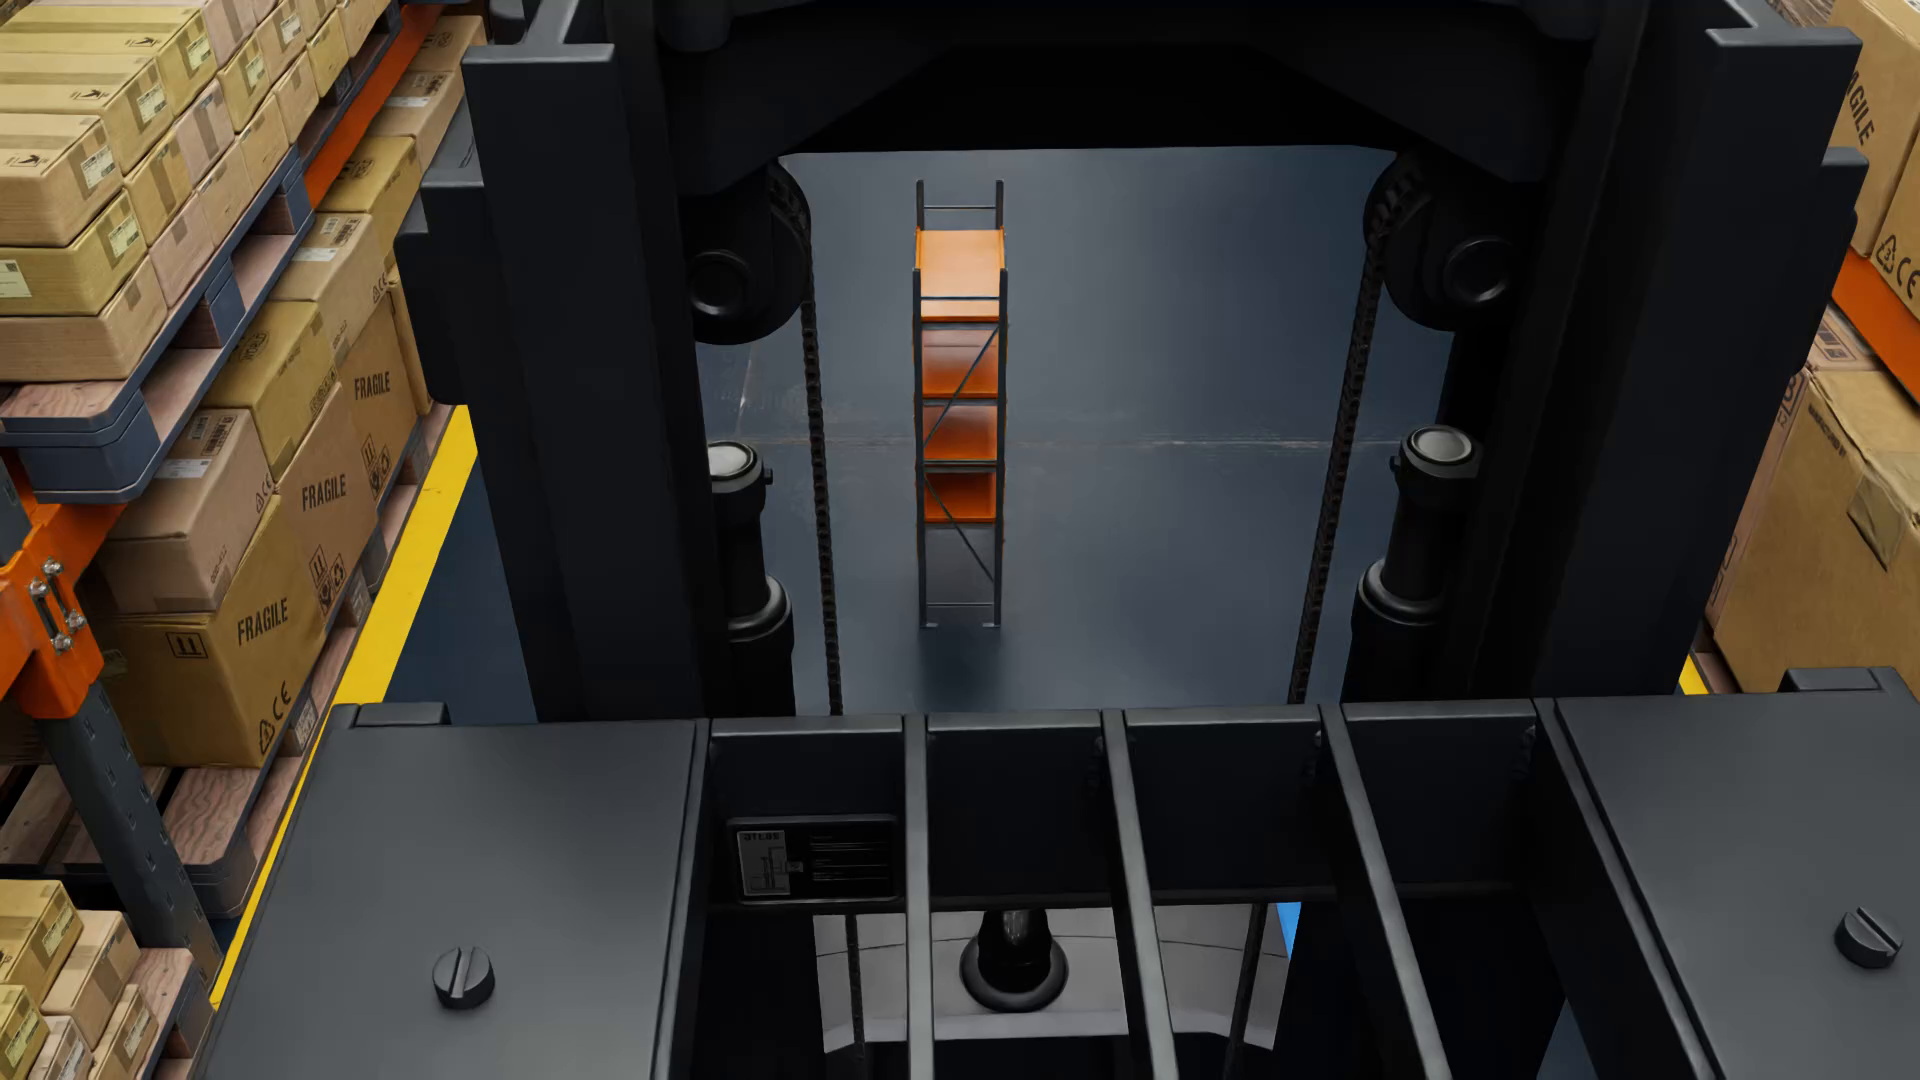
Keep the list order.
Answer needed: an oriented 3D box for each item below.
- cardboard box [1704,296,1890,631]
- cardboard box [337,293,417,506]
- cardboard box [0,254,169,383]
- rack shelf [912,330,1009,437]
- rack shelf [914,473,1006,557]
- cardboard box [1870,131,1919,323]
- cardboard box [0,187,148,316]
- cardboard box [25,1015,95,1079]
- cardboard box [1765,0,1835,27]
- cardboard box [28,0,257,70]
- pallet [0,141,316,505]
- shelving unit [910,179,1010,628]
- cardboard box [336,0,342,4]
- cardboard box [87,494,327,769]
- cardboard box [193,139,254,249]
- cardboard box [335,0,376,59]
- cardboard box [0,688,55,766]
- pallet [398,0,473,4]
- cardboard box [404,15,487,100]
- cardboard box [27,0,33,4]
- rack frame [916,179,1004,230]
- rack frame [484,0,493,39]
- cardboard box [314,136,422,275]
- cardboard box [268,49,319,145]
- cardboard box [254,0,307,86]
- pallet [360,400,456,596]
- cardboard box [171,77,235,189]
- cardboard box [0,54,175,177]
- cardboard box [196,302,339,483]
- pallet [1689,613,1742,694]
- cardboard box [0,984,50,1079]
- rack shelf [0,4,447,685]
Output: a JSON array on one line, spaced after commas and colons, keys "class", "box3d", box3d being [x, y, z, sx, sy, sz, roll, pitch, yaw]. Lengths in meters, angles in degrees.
[{"class": "cardboard box", "box3d": [2.675, -0.359, 4.662, 1.225, 0.875, 0.875, -1, 39, -2]}, {"class": "cardboard box", "box3d": [-2.015, -0.434, 5.056, 0.500, 0.500, 0.500, 1, 39, 1]}, {"class": "cardboard box", "box3d": [-1.803, -0.437, 3.262, 0.380, 0.149, 0.250, -2, 39, -2]}, {"class": "rack shelf", "box3d": [0.000, -0.487, 4.648, 0.258, 0.148, 0.480, 0, 39, 0]}, {"class": "rack shelf", "box3d": [0.000, -0.157, 4.912, 0.258, 0.148, 0.480, 0, 39, 0]}, {"class": "cardboard box", "box3d": [2.430, -0.706, 3.652, 0.500, 0.500, 0.500, 1, 39, 1]}, {"class": "cardboard box", "box3d": [-1.803, -0.553, 3.169, 0.380, 0.149, 0.250, 1, 39, 1]}, {"class": "cardboard box", "box3d": [-1.932, 1.074, 3.217, 0.380, 0.149, 0.250, -2, 39, -2]}, {"class": "cardboard box", "box3d": [2.427, -1.346, 4.451, 0.500, 0.500, 0.500, 0, 39, 0]}, {"class": "cardboard box", "box3d": [-1.805, -1.160, 3.688, 0.380, 0.149, 0.250, -1, 39, -1]}, {"class": "pallet", "box3d": [-2.118, -0.528, 3.663, 1.003, 0.211, 1.213, 0, 39, 0]}, {"class": "shelving unit", "box3d": [0.000, -0.365, 4.746, 0.258, 1.200, 0.503, 0, 39, 0]}, {"class": "cardboard box", "box3d": [-1.807, -1.531, 4.389, 0.380, 0.149, 0.250, -1, 39, -1]}, {"class": "cardboard box", "box3d": [-1.998, 0.225, 4.234, 0.500, 0.500, 0.500, 1, 39, 2]}, {"class": "cardboard box", "box3d": [-1.806, -0.767, 3.673, 0.380, 0.149, 0.250, 0, 39, 0]}, {"class": "cardboard box", "box3d": [-1.807, -1.411, 4.478, 0.380, 0.149, 0.250, -2, 39, -2]}, {"class": "cardboard box", "box3d": [-2.515, 0.224, 4.235, 0.500, 0.500, 0.500, -1, 39, -1]}, {"class": "pallet", "box3d": [-2.160, -2.106, 5.632, 1.213, 0.211, 1.003, 0, 39, 0]}, {"class": "cardboard box", "box3d": [-2.004, -1.680, 6.011, 0.500, 0.250, 0.500, -1, 39, -1]}, {"class": "cardboard box", "box3d": [-2.466, -1.380, 4.200, 0.380, 0.149, 0.250, 0, 39, 0]}, {"class": "rack frame", "box3d": [0.000, -0.517, 4.936, 0.240, 1.200, 0.015, 0, 39, 0]}, {"class": "rack frame", "box3d": [-2.267, -2.626, 6.128, 1.000, 3.000, 0.127, 0, 39, 0]}, {"class": "cardboard box", "box3d": [-2.008, -1.046, 5.220, 0.500, 0.250, 0.500, 1, 39, 1]}, {"class": "cardboard box", "box3d": [-1.806, -1.083, 4.068, 0.380, 0.149, 0.250, -2, 39, -2]}, {"class": "cardboard box", "box3d": [-1.810, -1.208, 3.986, 0.380, 0.149, 0.250, 1, 39, 2]}, {"class": "pallet", "box3d": [-2.269, -0.288, 5.441, 1.003, 0.211, 1.213, 0, 39, 0]}, {"class": "cardboard box", "box3d": [-1.806, -0.877, 3.573, 0.380, 0.149, 0.250, 1, 39, 1]}, {"class": "cardboard box", "box3d": [-1.810, -0.844, 3.294, 0.380, 0.149, 0.250, 1, 39, 1]}, {"class": "cardboard box", "box3d": [-2.002, -0.401, 4.415, 0.500, 0.250, 0.500, 1, 39, 1]}, {"class": "pallet", "box3d": [2.621, 0.541, 4.407, 1.003, 0.211, 1.213, 0, 39, 0]}, {"class": "cardboard box", "box3d": [-1.962, 0.974, 3.104, 0.380, 0.149, 0.250, 0, 39, 1]}, {"class": "rack shelf", "box3d": [-2.265, -1.095, 4.793, 1.077, 0.370, 4.000, 0, 39, 0]}]
